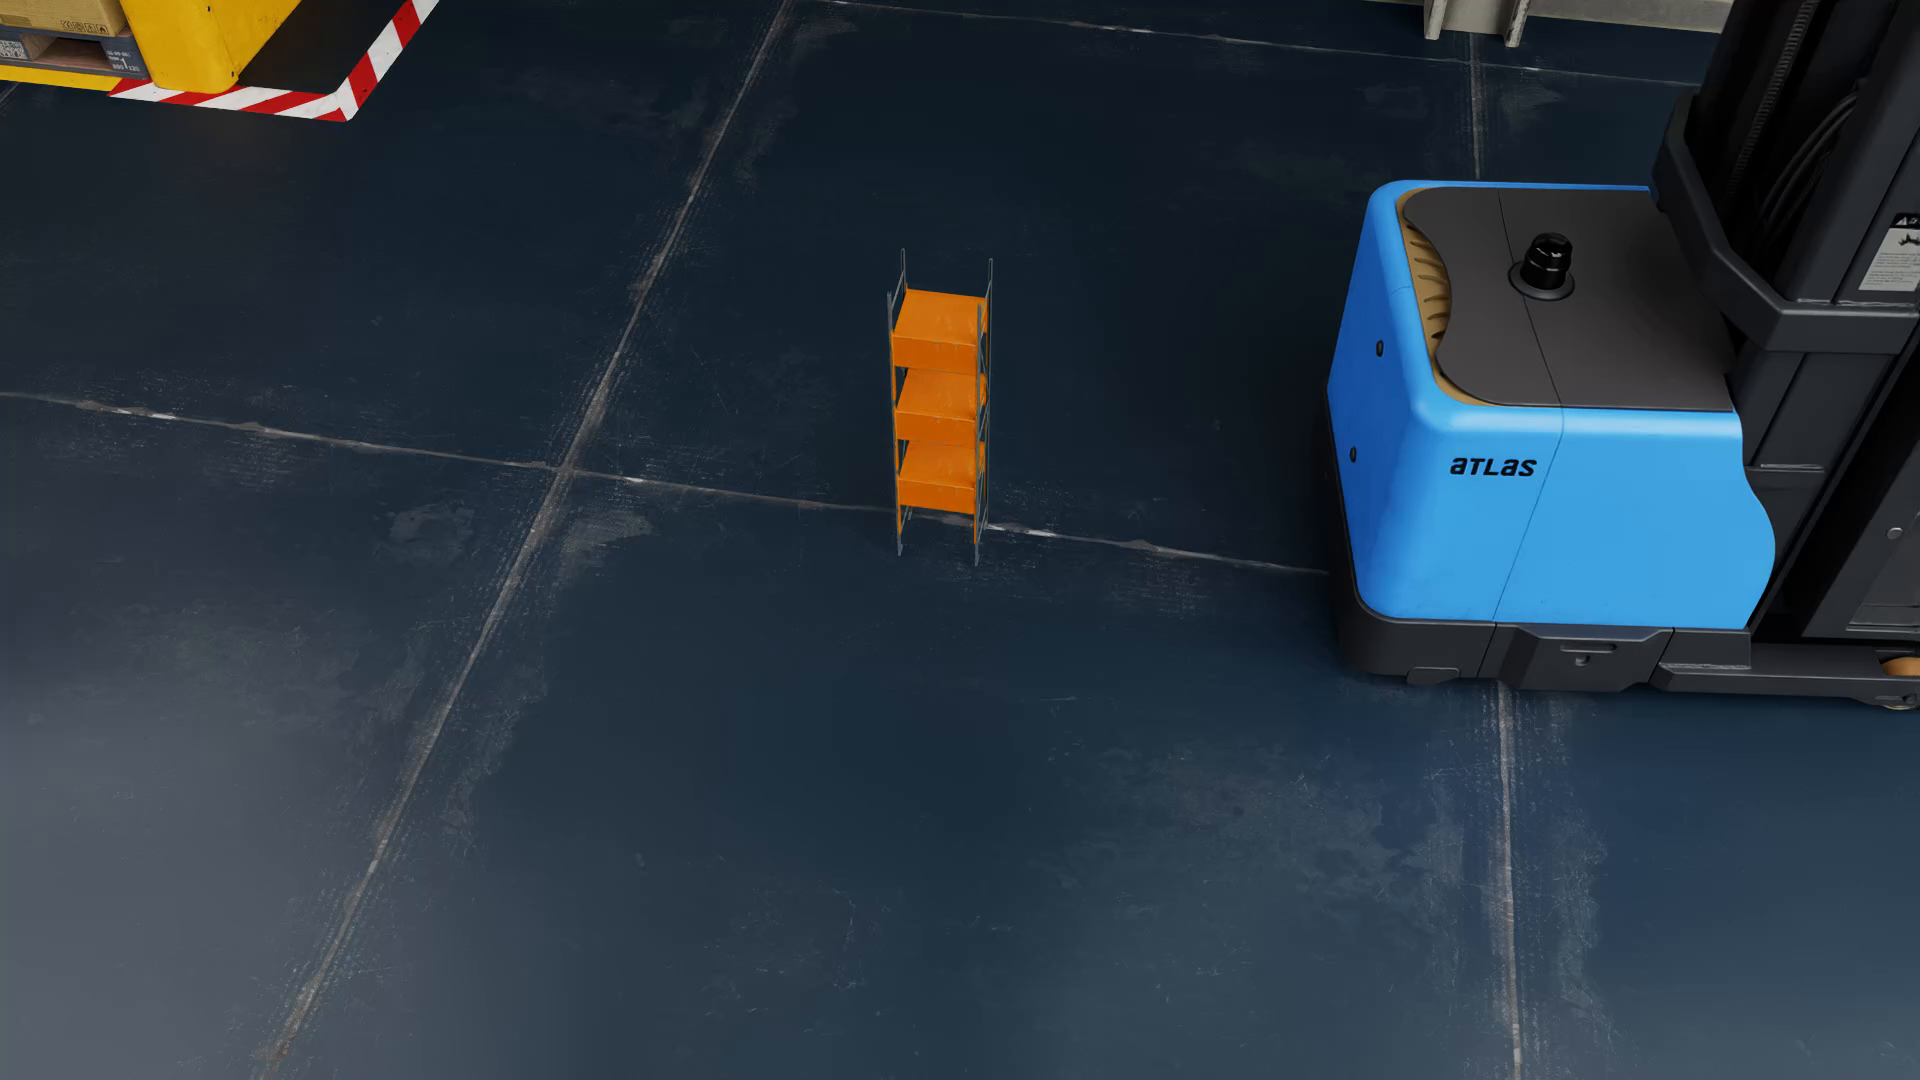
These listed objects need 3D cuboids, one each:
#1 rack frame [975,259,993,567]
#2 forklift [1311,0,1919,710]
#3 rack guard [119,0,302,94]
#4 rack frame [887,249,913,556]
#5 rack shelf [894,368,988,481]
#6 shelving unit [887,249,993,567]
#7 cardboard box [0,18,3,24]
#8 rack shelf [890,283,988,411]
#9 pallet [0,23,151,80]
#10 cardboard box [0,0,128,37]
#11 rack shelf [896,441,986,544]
[{"bbox_3d":[0.067,-0.342,4.851,0.008,1.050,0.200,8,49,7],"label":"rack frame"},{"bbox_3d":[2.644,-0.891,4.080,3.031,2.935,1.130,2,48,2],"label":"forklift"},{"bbox_3d":[-3.122,-2.465,7.129,0.348,0.500,1.175,8,49,7],"label":"rack guard"},{"bbox_3d":[-0.173,-0.374,4.880,0.008,1.050,0.200,8,49,7],"label":"rack frame"},{"bbox_3d":[-0.053,-0.351,4.874,0.240,0.259,0.215,8,49,7],"label":"rack shelf"},{"bbox_3d":[-0.053,-0.358,4.866,0.252,1.050,0.215,8,49,7],"label":"shelving unit"},{"bbox_3d":[-4.152,-2.428,6.982,0.500,0.250,0.500,8,49,7],"label":"cardboard box"},{"bbox_3d":[-0.053,-0.541,4.663,0.240,0.259,0.215,8,49,7],"label":"rack shelf"},{"bbox_3d":[-3.905,-2.442,7.302,1.213,0.211,1.003,8,49,7],"label":"pallet"},{"bbox_3d":[-3.664,-2.356,6.916,0.500,0.250,0.500,8,49,7],"label":"cardboard box"},{"bbox_3d":[-0.053,-0.165,5.080,0.240,0.259,0.215,8,49,7],"label":"rack shelf"}]
